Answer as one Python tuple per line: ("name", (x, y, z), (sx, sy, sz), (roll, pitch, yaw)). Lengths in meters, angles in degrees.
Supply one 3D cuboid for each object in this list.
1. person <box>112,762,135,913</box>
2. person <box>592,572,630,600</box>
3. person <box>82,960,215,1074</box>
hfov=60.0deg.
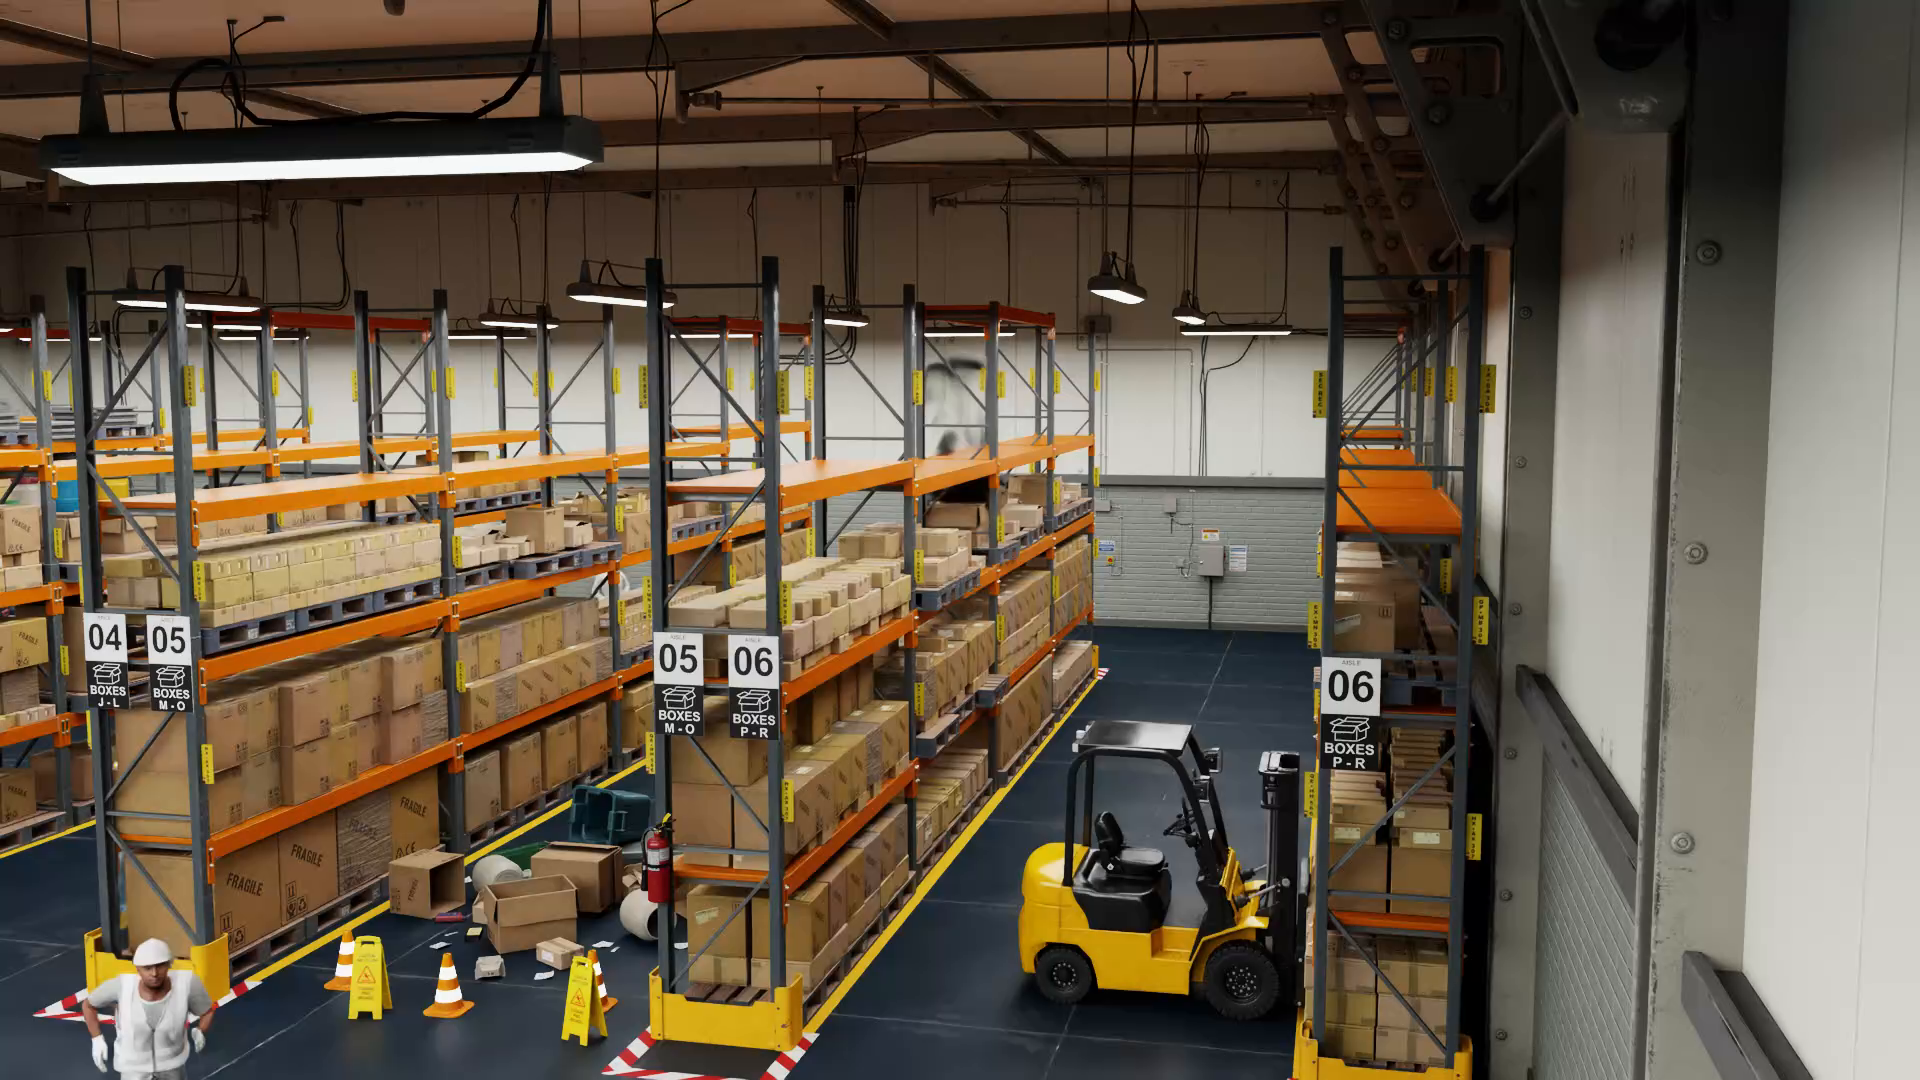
("person", (-7.740, 2.662, 15.684), (0.622, 1.617, 0.875), (0, 6, -1))
("person", (-6.409, 1.189, 30.649), (0.725, 1.661, 0.539), (-3, 7, -28))
("person", (-4.940, 2.874, 10.176), (0.718, 0.845, 0.650), (-4, 7, -33))
